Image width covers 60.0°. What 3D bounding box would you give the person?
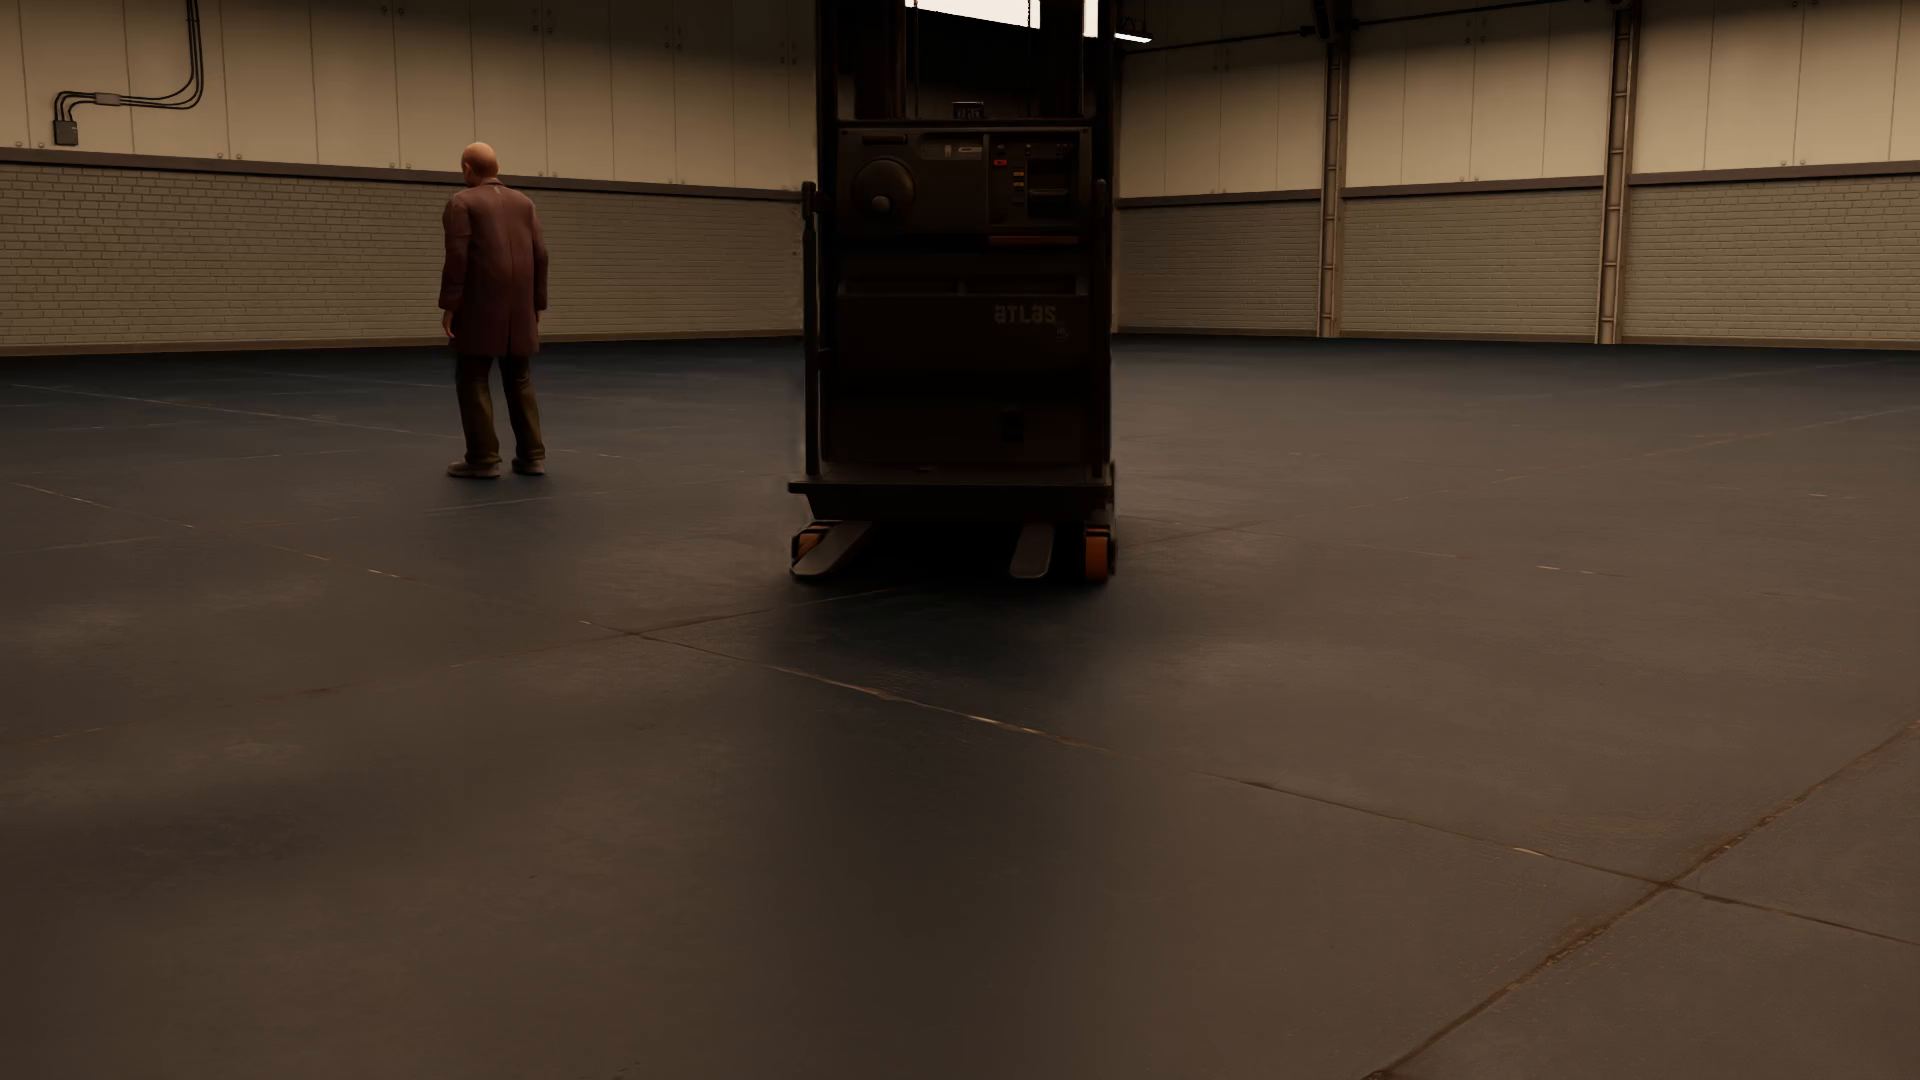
[{"bbox_3d":[-2.511,-1.229,8.934,0.437,1.774,0.644,8,12,43],"label":"person"}]

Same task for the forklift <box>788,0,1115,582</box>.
[{"bbox_3d":[-0.001,-1.353,5.858,1.130,2.935,3.031,1,9,5],"label":"forklift"}]
